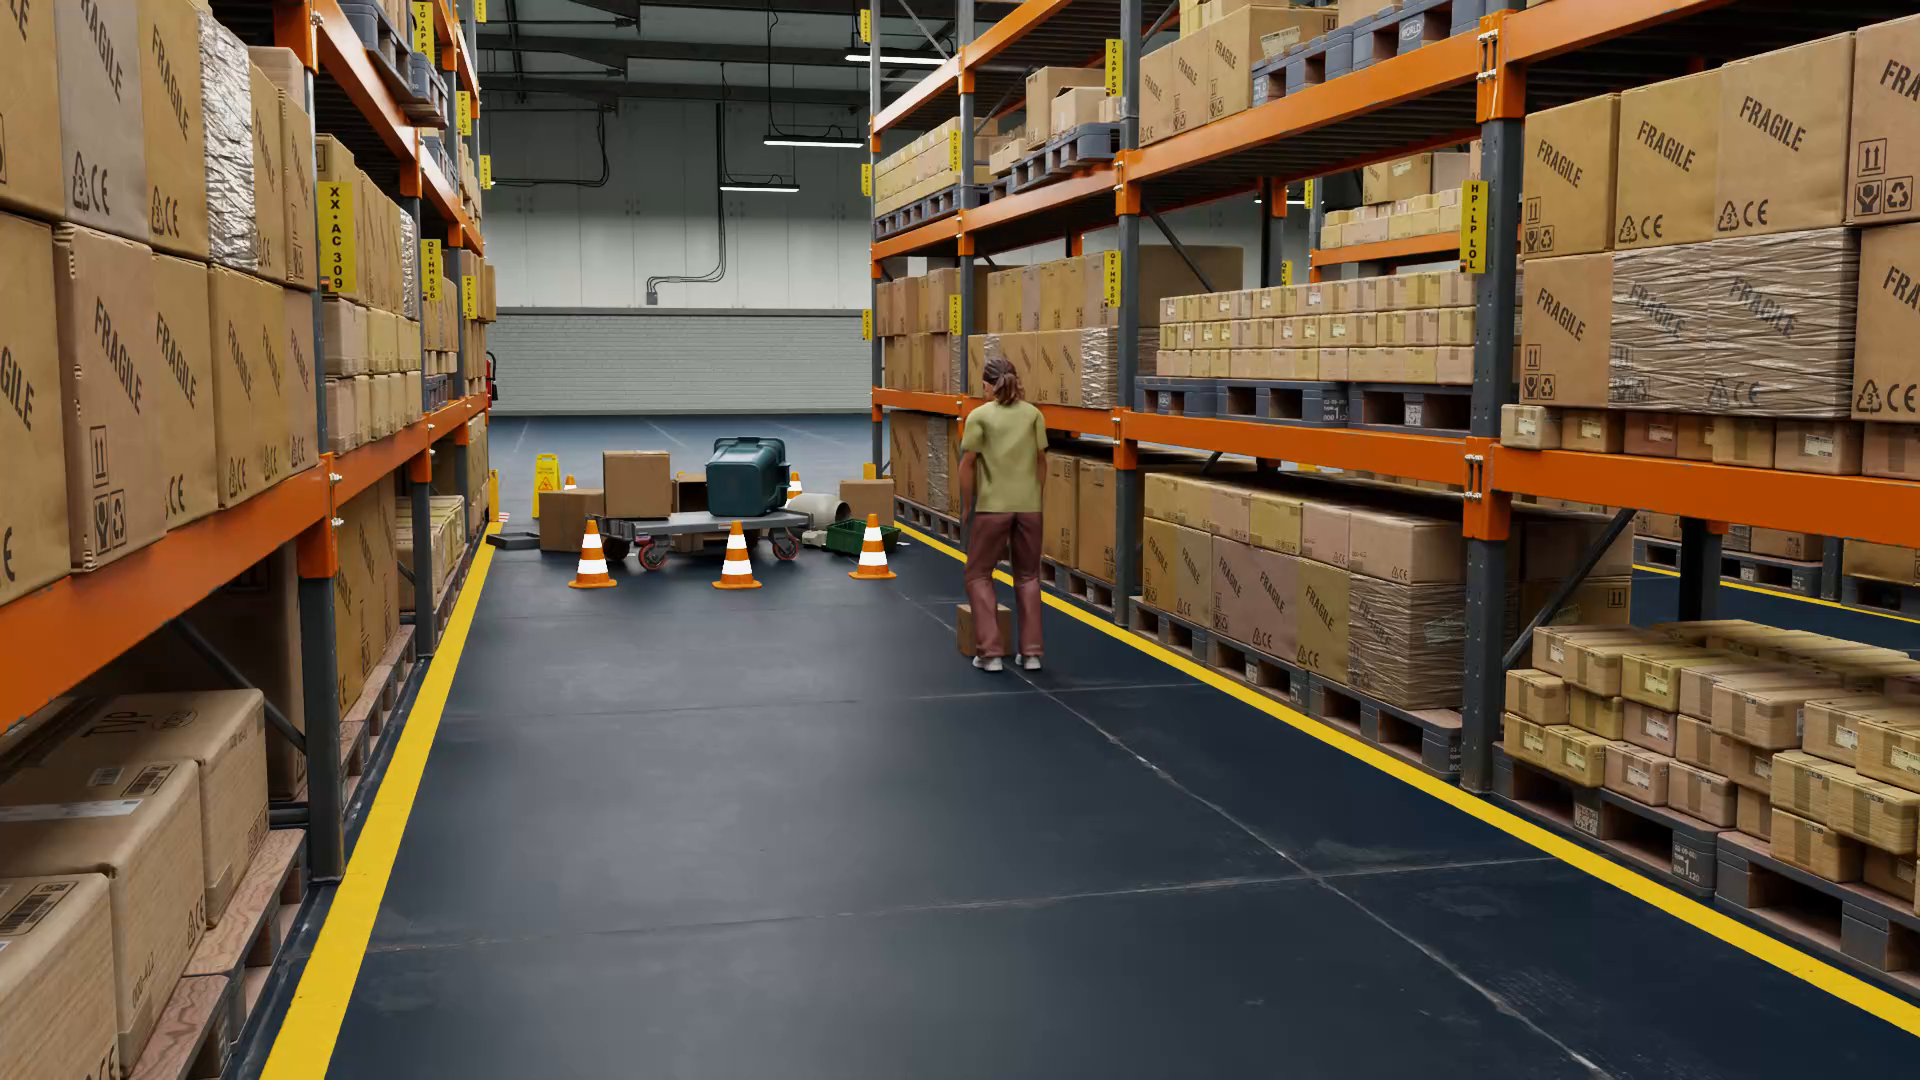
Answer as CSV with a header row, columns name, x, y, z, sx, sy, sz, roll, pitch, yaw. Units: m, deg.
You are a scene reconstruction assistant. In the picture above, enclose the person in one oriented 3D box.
name,x,y,z,sx,sy,sz,roll,pitch,yaw
person,0.221,-0.134,8.645,0.470,1.627,0.388,-1,6,-12
